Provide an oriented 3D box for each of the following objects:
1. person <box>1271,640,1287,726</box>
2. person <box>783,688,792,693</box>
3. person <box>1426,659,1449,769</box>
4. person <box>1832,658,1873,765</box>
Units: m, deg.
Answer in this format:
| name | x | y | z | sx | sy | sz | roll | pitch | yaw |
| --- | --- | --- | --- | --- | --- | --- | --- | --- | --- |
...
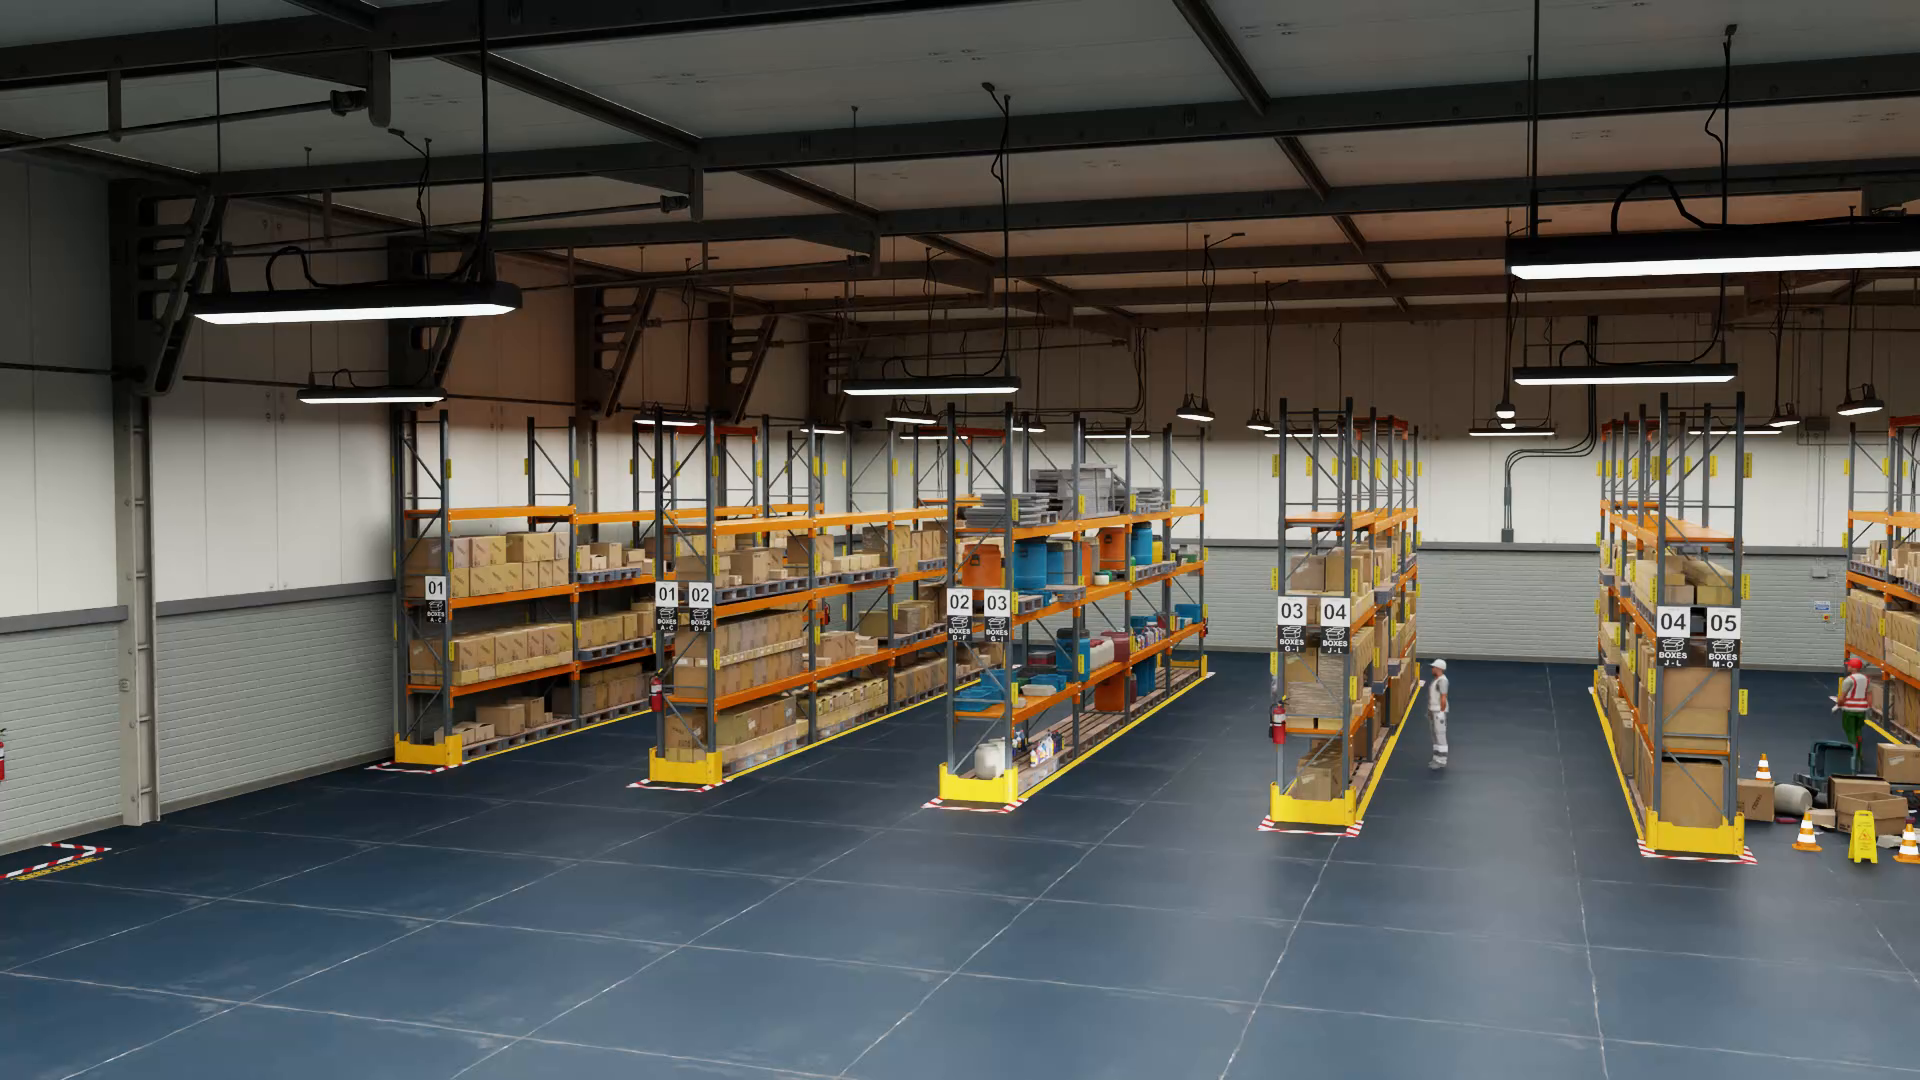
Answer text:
| name | x | y | z | sx | sy | sz | roll | pitch | yaw |
| --- | --- | --- | --- | --- | --- | --- | --- | --- | --- |
| person | 6.243 | 2.781 | 32.433 | 0.383 | 1.694 | 0.568 | 0 | 2 | -1 |
| person | -3.653 | 2.634 | 36.061 | 0.466 | 1.695 | 0.499 | -2 | 3 | -34 |
| person | 7.997 | 2.904 | 27.928 | 0.438 | 1.793 | 0.589 | 0 | 2 | -6 |
| person | 15.088 | 2.898 | 28.079 | 0.605 | 1.822 | 0.542 | 0 | 2 | 5 |
